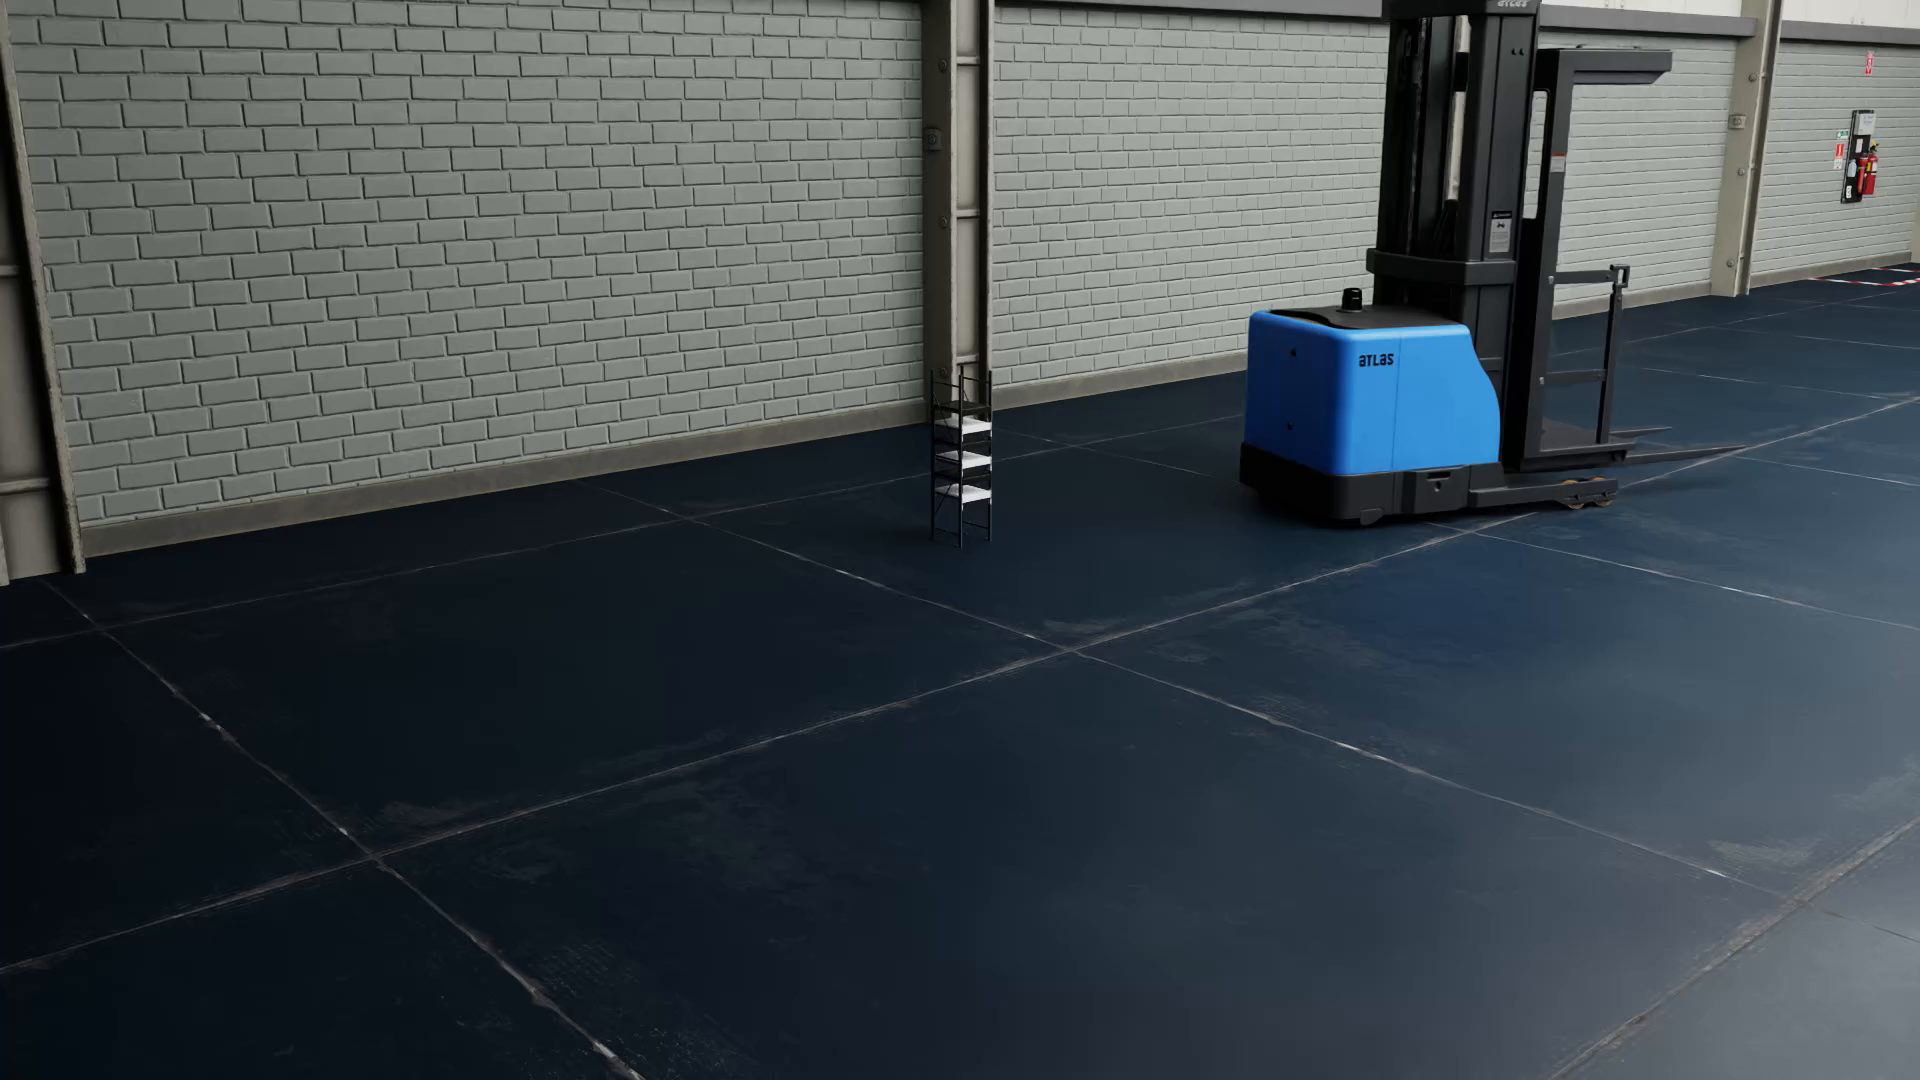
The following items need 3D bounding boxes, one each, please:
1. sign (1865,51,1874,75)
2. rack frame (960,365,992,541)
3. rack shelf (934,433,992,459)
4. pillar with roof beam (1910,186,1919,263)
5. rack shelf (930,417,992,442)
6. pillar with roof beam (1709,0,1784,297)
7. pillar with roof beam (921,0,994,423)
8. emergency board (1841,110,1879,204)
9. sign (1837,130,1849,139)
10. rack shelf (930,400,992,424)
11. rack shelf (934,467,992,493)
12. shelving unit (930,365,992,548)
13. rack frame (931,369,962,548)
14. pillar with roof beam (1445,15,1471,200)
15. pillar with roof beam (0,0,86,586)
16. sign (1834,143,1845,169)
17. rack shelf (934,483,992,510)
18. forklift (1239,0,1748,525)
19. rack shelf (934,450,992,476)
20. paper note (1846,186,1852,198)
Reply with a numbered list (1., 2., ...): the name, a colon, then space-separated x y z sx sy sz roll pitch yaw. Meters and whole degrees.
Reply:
1. sign: 11.604 -6.082 21.215 0.199 0.298 0.001 -13 19 -39
2. rack frame: 0.083 -0.453 8.703 0.006 0.900 0.240 -13 20 -39
3. rack shelf: 0.006 -0.491 8.624 0.200 0.077 0.258 -13 20 -39
4. pillar with roof beam: 16.391 -7.416 19.075 0.400 9.000 9.100 -13 19 -39
5. rack shelf: 0.006 -0.578 8.601 0.200 0.077 0.258 -13 20 -39
6. pillar with roof beam: 11.865 -6.399 15.269 0.400 9.000 9.100 -13 19 -39
7. pillar with roof beam: 2.812 -4.366 7.659 0.400 9.000 9.100 -13 19 -39
8. emergency board: 11.676 -4.944 21.447 0.643 1.169 0.194 -13 19 -39
9. sign: 11.200 -5.143 21.095 0.331 0.109 0.001 -13 19 -39
10. rack shelf: 0.006 -0.665 8.578 0.200 0.077 0.258 -13 20 -39
11. rack shelf: 0.006 -0.317 8.671 0.200 0.077 0.258 -13 20 -39
12. shelving unit: 0.006 -0.436 8.639 0.210 0.900 0.258 -13 20 -39
13. rack frame: -0.071 -0.419 8.575 0.006 0.900 0.240 -13 20 -39
14. pillar with roof beam: 7.338 -5.383 11.464 0.400 9.000 9.100 -13 19 -39
15. pillar with roof beam: -1.714 -3.350 3.854 0.400 9.000 9.100 -13 19 -39
16. sign: 11.191 -4.888 21.167 0.234 0.329 0.001 -13 19 -39
17. rack shelf: 0.006 -0.230 8.694 0.200 0.077 0.258 -13 20 -39
18. forklift: 3.209 -1.711 9.474 3.031 2.935 1.130 -5 16 -20
19. rack shelf: 0.006 -0.404 8.648 0.200 0.077 0.258 -13 20 -39
20. paper note: 11.497 -4.502 21.499 0.142 0.148 0.016 -13 19 -39
